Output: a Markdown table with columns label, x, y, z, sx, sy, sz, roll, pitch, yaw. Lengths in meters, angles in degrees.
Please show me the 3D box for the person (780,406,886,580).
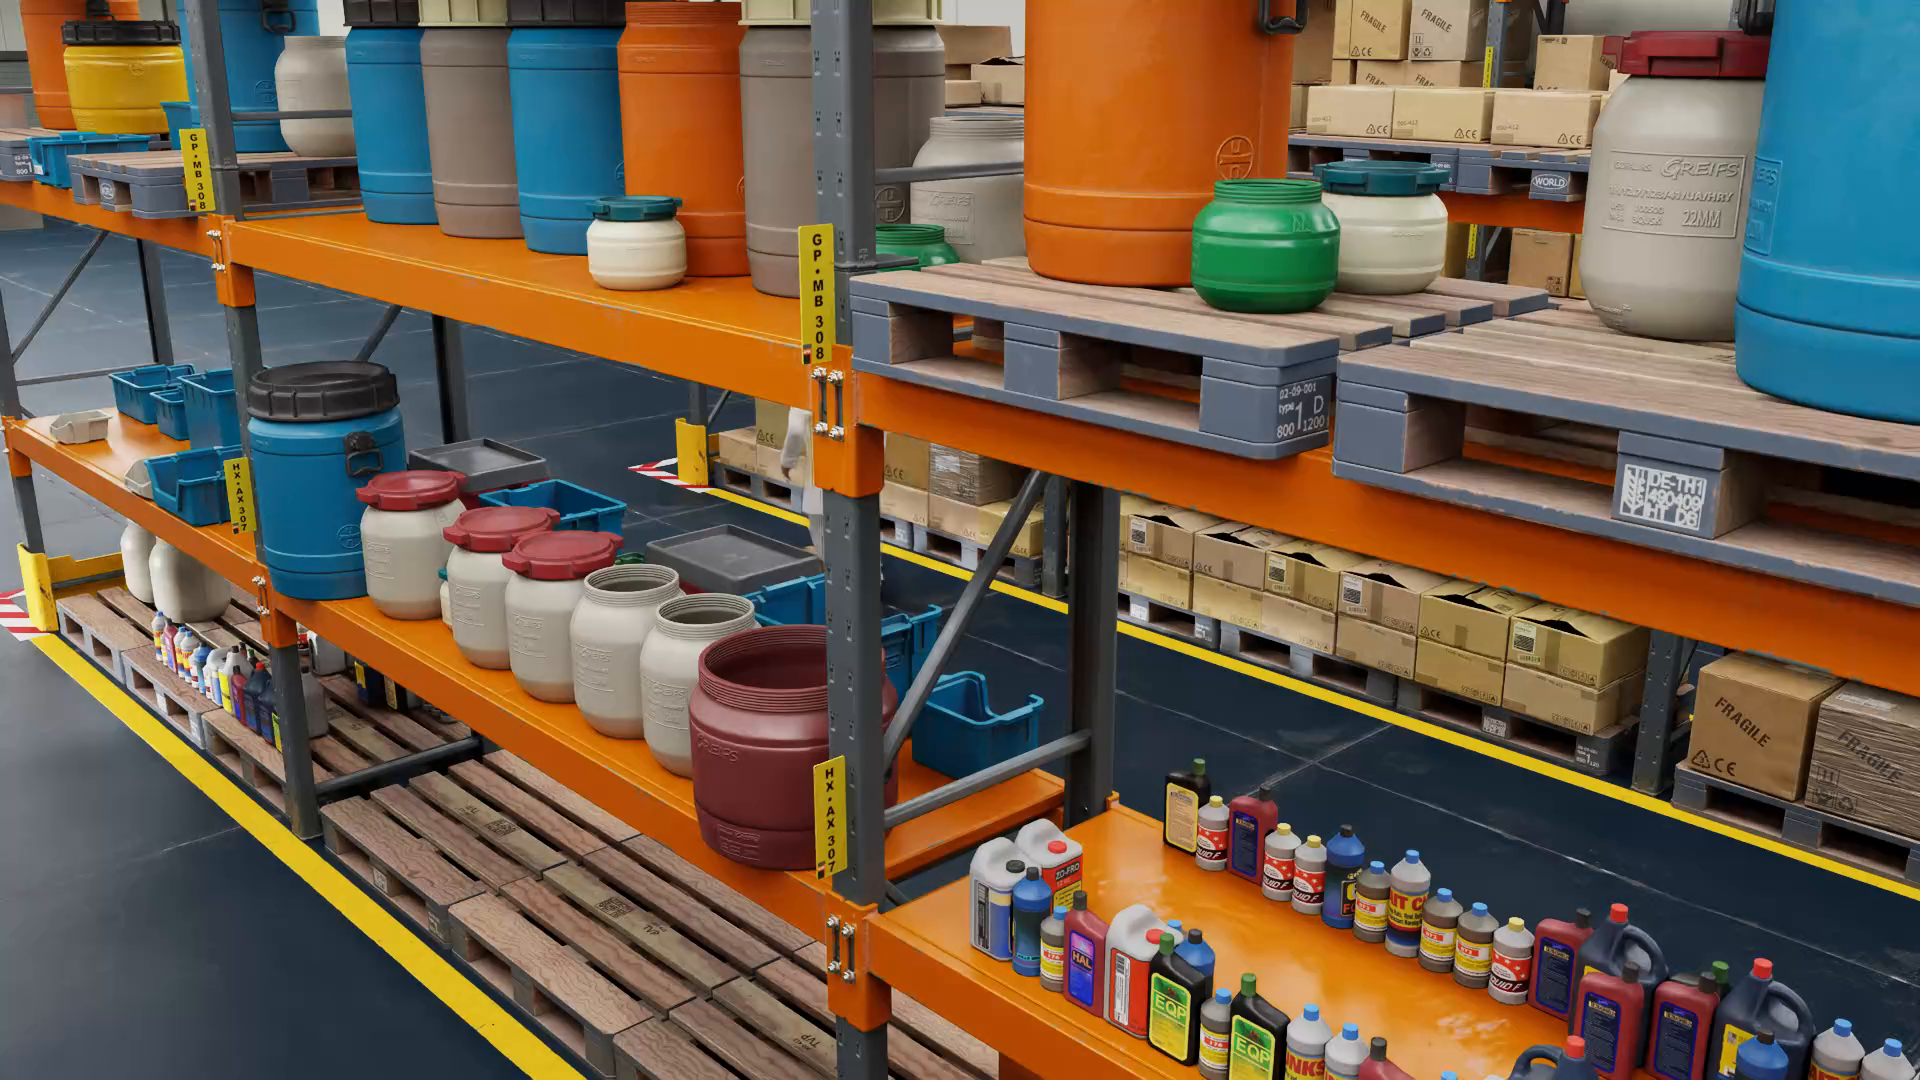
| label | x | y | z | sx | sy | sz | roll | pitch | yaw |
| --- | --- | --- | --- | --- | --- | --- | --- | --- | --- |
| person | -0.776 | -0.440 | 10.607 | 0.637 | 1.708 | 0.738 | 16 | 23 | 41 |
